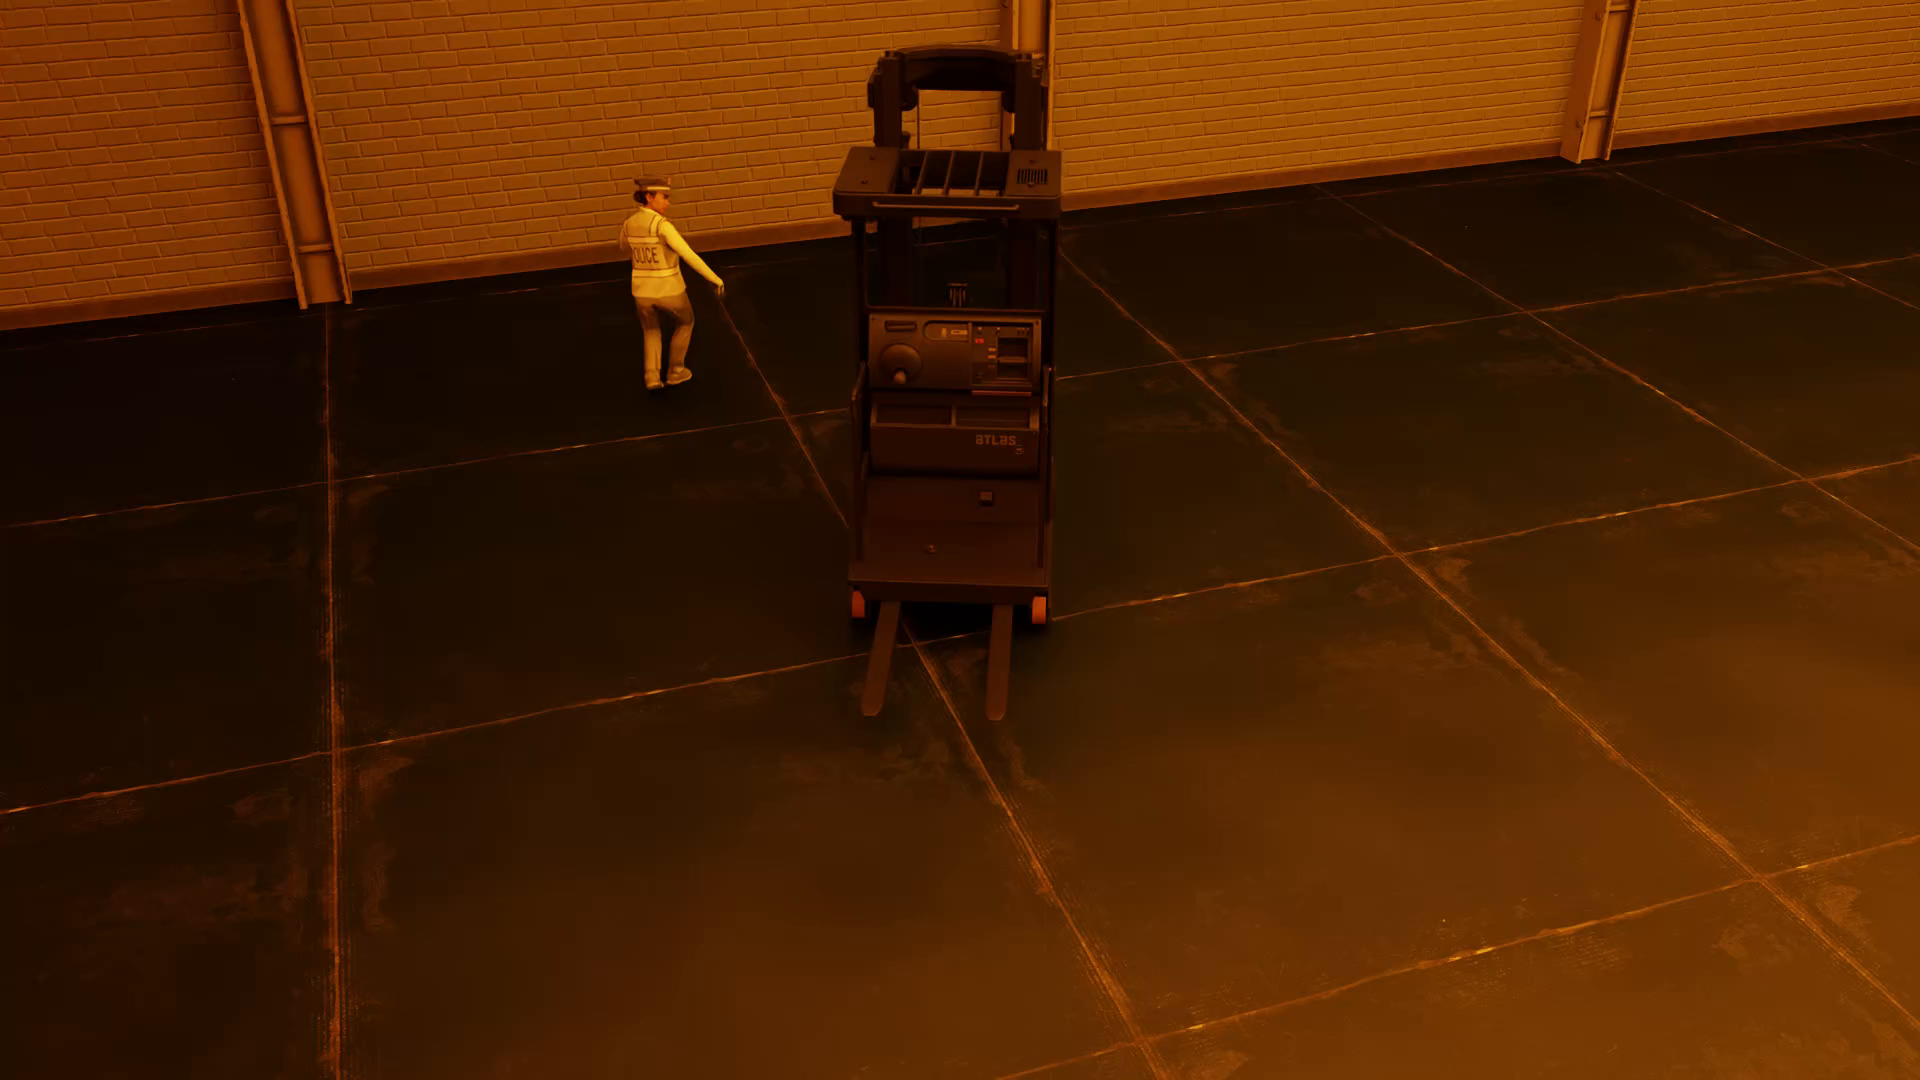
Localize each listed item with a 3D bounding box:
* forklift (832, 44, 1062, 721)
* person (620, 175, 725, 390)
[{"bbox_3d":[-0.039,-0.967,8.767,1.130,2.935,3.031,2,30,3],"label":"forklift"},{"bbox_3d":[-2.003,-1.786,11.571,0.795,1.561,0.761,9,31,15],"label":"person"}]
